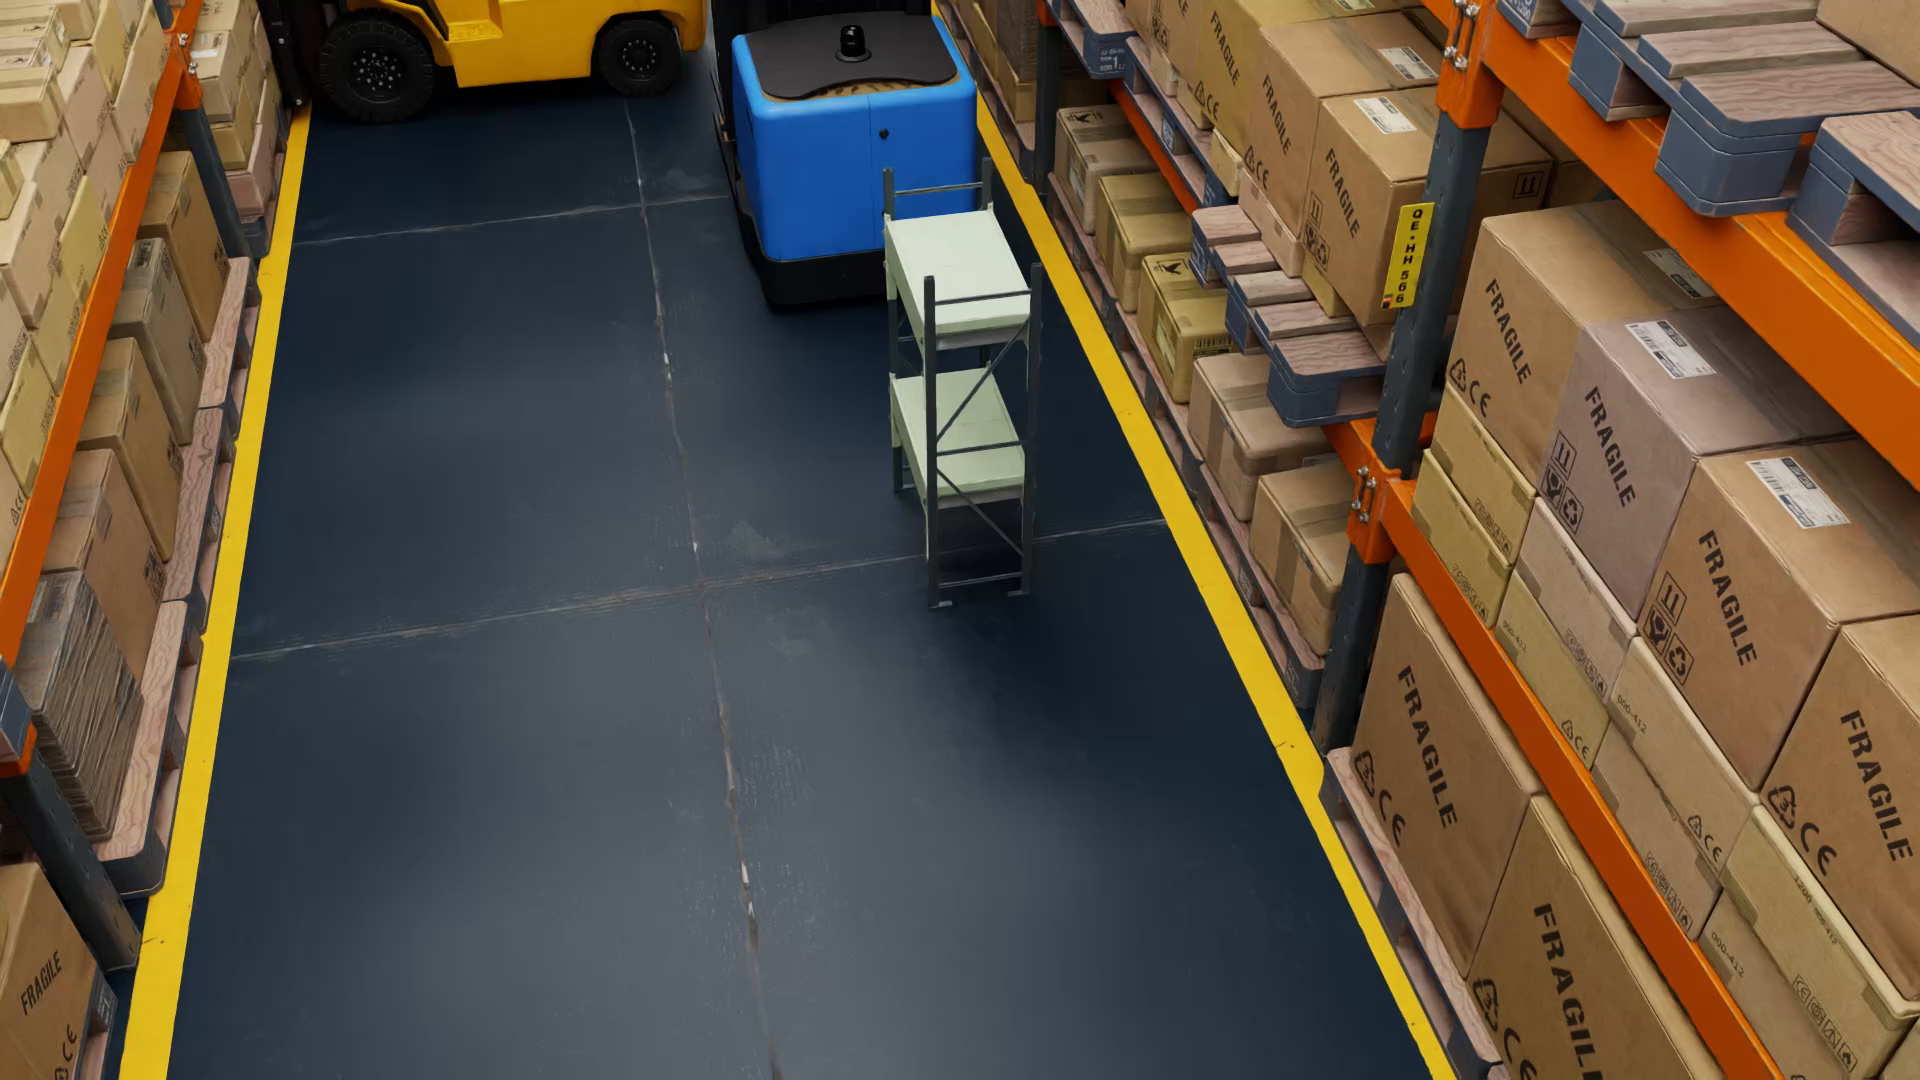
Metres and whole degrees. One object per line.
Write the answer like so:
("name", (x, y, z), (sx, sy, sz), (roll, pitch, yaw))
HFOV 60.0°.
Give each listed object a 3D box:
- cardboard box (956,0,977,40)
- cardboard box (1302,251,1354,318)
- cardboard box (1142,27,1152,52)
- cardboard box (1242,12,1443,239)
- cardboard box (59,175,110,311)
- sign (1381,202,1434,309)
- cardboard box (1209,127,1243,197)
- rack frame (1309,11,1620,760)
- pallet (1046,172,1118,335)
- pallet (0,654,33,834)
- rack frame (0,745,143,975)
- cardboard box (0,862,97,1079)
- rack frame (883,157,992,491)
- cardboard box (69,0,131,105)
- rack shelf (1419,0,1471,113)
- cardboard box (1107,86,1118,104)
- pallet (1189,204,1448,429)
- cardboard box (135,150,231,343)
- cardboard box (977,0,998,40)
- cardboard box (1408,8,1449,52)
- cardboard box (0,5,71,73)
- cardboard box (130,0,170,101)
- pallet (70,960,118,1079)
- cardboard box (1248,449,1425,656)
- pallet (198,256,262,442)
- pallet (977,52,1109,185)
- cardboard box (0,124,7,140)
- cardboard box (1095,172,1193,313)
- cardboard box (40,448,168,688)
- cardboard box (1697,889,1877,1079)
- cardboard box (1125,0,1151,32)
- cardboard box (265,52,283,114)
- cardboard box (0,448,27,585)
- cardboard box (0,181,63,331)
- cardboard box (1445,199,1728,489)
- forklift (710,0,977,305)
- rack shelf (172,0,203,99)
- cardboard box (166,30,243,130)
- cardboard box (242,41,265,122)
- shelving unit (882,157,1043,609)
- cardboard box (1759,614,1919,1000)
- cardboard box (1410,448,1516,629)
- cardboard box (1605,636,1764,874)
("cardboard box", (0.272, -3.196, 9.845), (0.500, 0.250, 0.500), (-8, 42, -9))
("cardboard box", (1.326, -0.861, 5.333), (0.380, 0.149, 0.250), (-8, 42, -9))
("cardboard box", (0.950, -2.039, 6.660), (0.380, 0.149, 0.250), (-8, 42, -9))
("cardboard box", (1.263, -1.349, 5.395), (0.500, 0.500, 0.500), (-9, 42, -10))
("cardboard box", (-3.280, -1.004, 5.735), (0.500, 0.250, 0.500), (-7, 42, -8))
("sign", (1.227, -0.775, 4.551), (0.100, 0.325, 0.005), (-8, 42, -9))
("cardboard box", (1.108, -1.358, 5.894), (0.380, 0.149, 0.250), (-8, 42, -9))
("rack frame", (1.755, -0.455, 5.003), (1.000, 3.000, 0.127), (-8, 42, -9))
("pallet", (1.061, -1.501, 8.282), (1.003, 0.211, 1.213), (-8, 42, -9))
("pallet", (-2.876, 0.759, 3.780), (1.213, 0.211, 1.003), (-8, 42, -9))
("rack frame", (-3.091, 0.258, 4.200), (1.000, 3.000, 0.127), (-8, 42, -9))
("cardboard box", (-2.790, 1.279, 4.616), (0.500, 0.500, 0.500), (-7, 42, -8))
("rack frame", (-0.080, -0.802, 6.524), (0.400, 1.500, 0.023), (-8, 42, -9))
("cardboard box", (-3.480, -1.851, 6.312), (0.500, 0.250, 0.500), (-9, 42, -10))
("rack shelf", (1.323, -2.605, 5.707), (1.077, 0.370, 4.000), (-8, 42, -9))
("cardboard box", (1.028, -2.598, 9.172), (0.500, 0.250, 0.500), (-10, 43, -11))
("pallet", (1.497, -0.830, 5.570), (1.213, 0.211, 1.003), (-8, 42, -9))
("cardboard box", (-3.831, -1.267, 7.390), (0.875, 0.625, 0.625), (-7, 42, -7))
("cardboard box", (0.390, -3.132, 9.209), (0.500, 0.500, 0.500), (-8, 42, -9))
("cardboard box", (1.765, -1.423, 5.478), (0.500, 0.500, 0.500), (-6, 42, -7))
("cardboard box", (-3.407, -1.764, 5.914), (0.380, 0.149, 0.250), (-9, 42, -10))
("cardboard box", (-3.590, -1.989, 6.844), (0.500, 0.250, 0.500), (-7, 42, -8))
("pallet", (-2.967, 1.791, 4.574), (1.003, 0.211, 1.213), (-8, 42, -9))
("cardboard box", (1.643, 0.003, 6.151), (0.950, 0.372, 0.625), (-11, 43, -12))
("pallet", (-3.757, -0.820, 7.514), (1.003, 0.211, 1.213), (-8, 42, -9))
("pallet", (0.712, -2.436, 9.335), (1.003, 0.211, 1.213), (-8, 42, -9))
("cardboard box", (-3.311, -1.260, 5.346), (0.380, 0.149, 0.250), (-8, 42, -9))
("cardboard box", (1.166, -1.417, 7.750), (0.950, 0.372, 0.625), (-6, 42, -7))
("cardboard box", (-3.361, 0.161, 5.782), (0.875, 0.625, 0.625), (-7, 42, -8))
("cardboard box", (1.961, 0.945, 3.539), (0.500, 0.250, 0.500), (-8, 42, -9))
("cardboard box", (0.915, -2.362, 6.536), (0.500, 0.500, 0.500), (-9, 42, -10))
("cardboard box", (-3.986, -2.482, 9.042), (0.500, 0.250, 0.500), (-8, 42, -9))
("cardboard box", (-2.948, -0.008, 4.613), (0.500, 0.250, 0.500), (-8, 42, -9))
("cardboard box", (-3.150, -0.862, 5.198), (0.500, 0.250, 0.500), (-9, 42, -10))
("cardboard box", (1.623, -0.512, 4.239), (0.500, 0.500, 0.500), (-10, 43, -11))
("forklift", (-0.740, -3.202, 8.149), (1.130, 2.935, 3.031), (-9, 42, -10))
("rack shelf", (-4.386, -3.362, 8.820), (1.077, 0.370, 4.000), (-8, 42, -9))
("cardboard box", (-3.752, -2.196, 7.966), (0.500, 0.250, 0.500), (-9, 42, -10))
("cardboard box", (-3.868, -2.334, 8.498), (0.500, 0.250, 0.500), (-9, 42, -10))
("shelving unit", (-0.001, -0.565, 6.257), (0.431, 1.500, 0.755), (-8, 42, -9))
("cardboard box", (1.941, 0.473, 3.129), (0.500, 0.500, 0.500), (-8, 42, -9))
("cardboard box", (1.615, -0.046, 4.655), (0.500, 0.250, 0.500), (-9, 42, -10))
("cardboard box", (1.829, 0.438, 3.734), (0.500, 0.250, 0.500), (-8, 42, -9))
